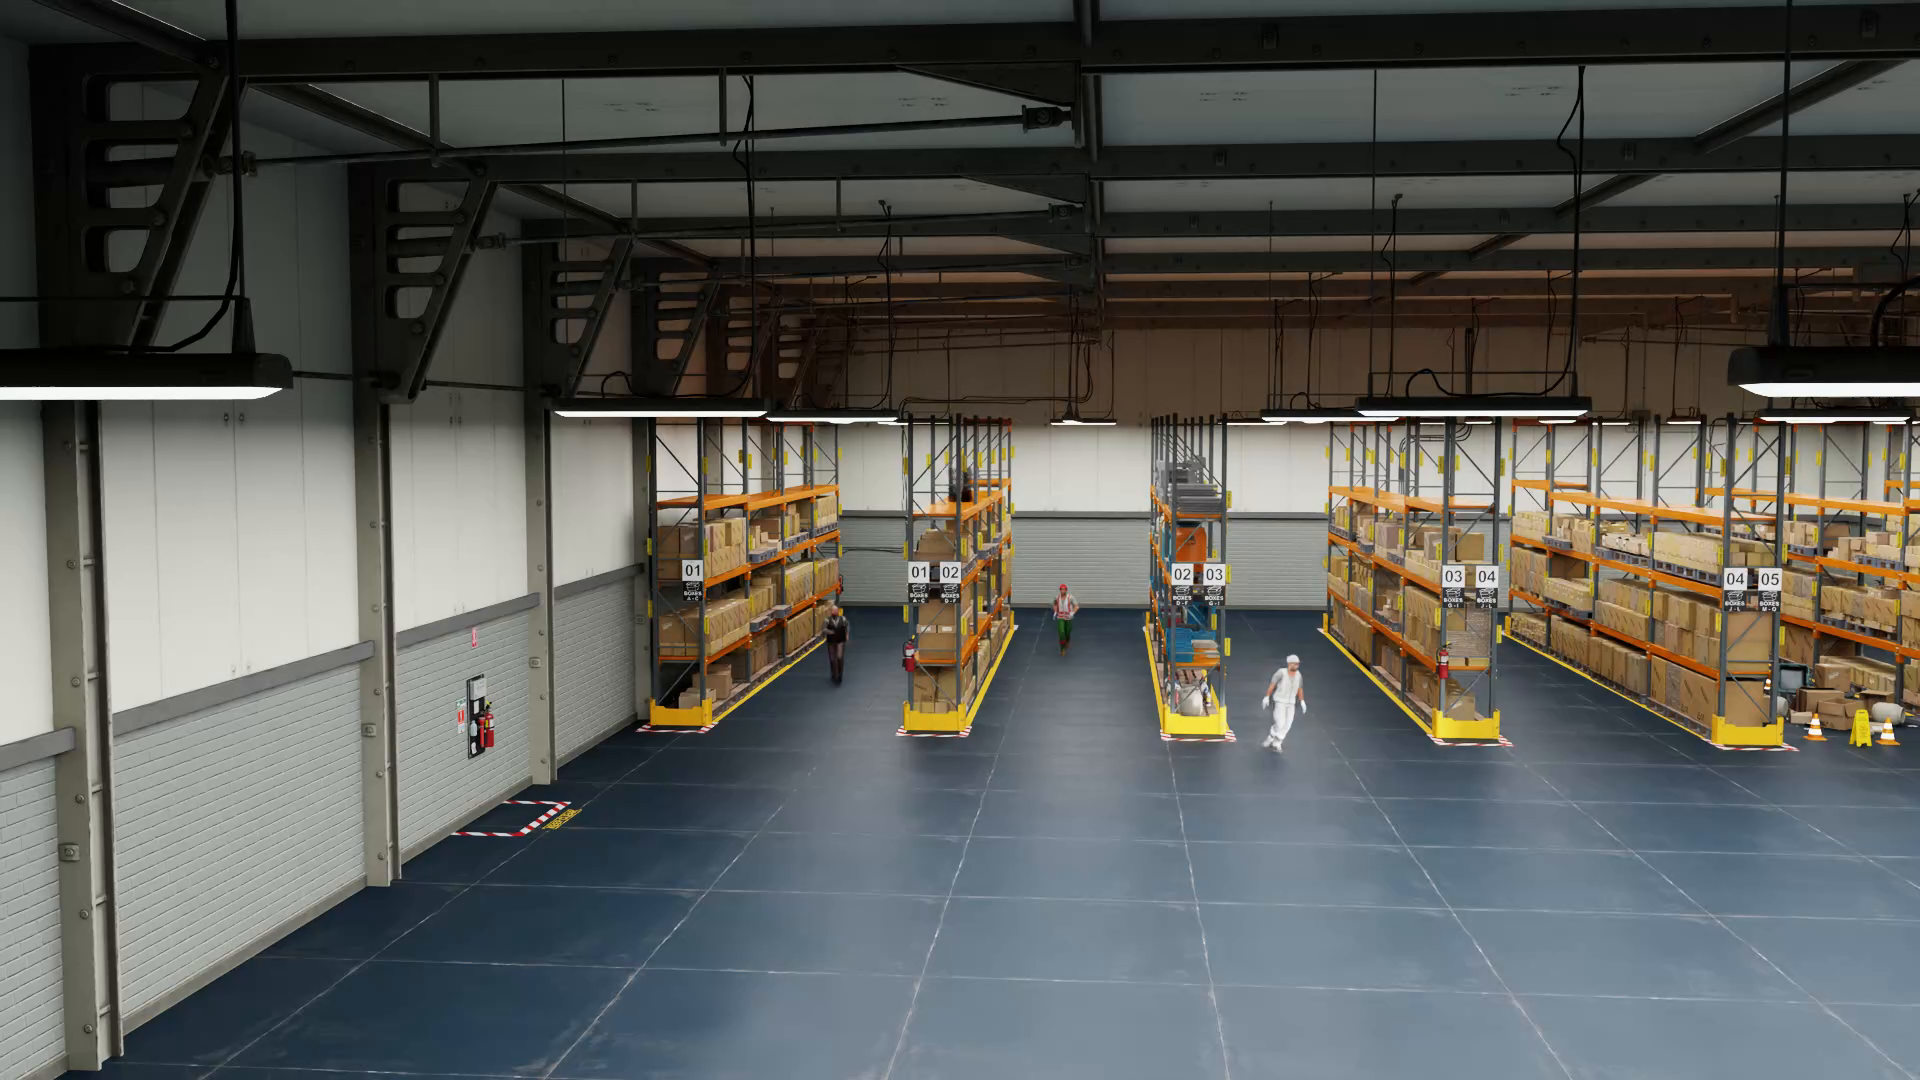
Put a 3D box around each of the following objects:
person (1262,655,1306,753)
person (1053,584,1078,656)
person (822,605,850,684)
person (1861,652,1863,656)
[{"bbox_3d":[5.717,2.887,29.328,0.684,1.762,0.595,-2,4,-26],"label":"person"},{"bbox_3d":[2.679,2.007,42.117,0.652,1.802,0.823,1,4,12],"label":"person"},{"bbox_3d":[-2.797,2.352,37.395,0.604,1.774,0.832,0,4,0],"label":"person"},{"bbox_3d":[21.972,2.145,41.089,0.597,1.655,0.928,0,4,-3],"label":"person"}]
